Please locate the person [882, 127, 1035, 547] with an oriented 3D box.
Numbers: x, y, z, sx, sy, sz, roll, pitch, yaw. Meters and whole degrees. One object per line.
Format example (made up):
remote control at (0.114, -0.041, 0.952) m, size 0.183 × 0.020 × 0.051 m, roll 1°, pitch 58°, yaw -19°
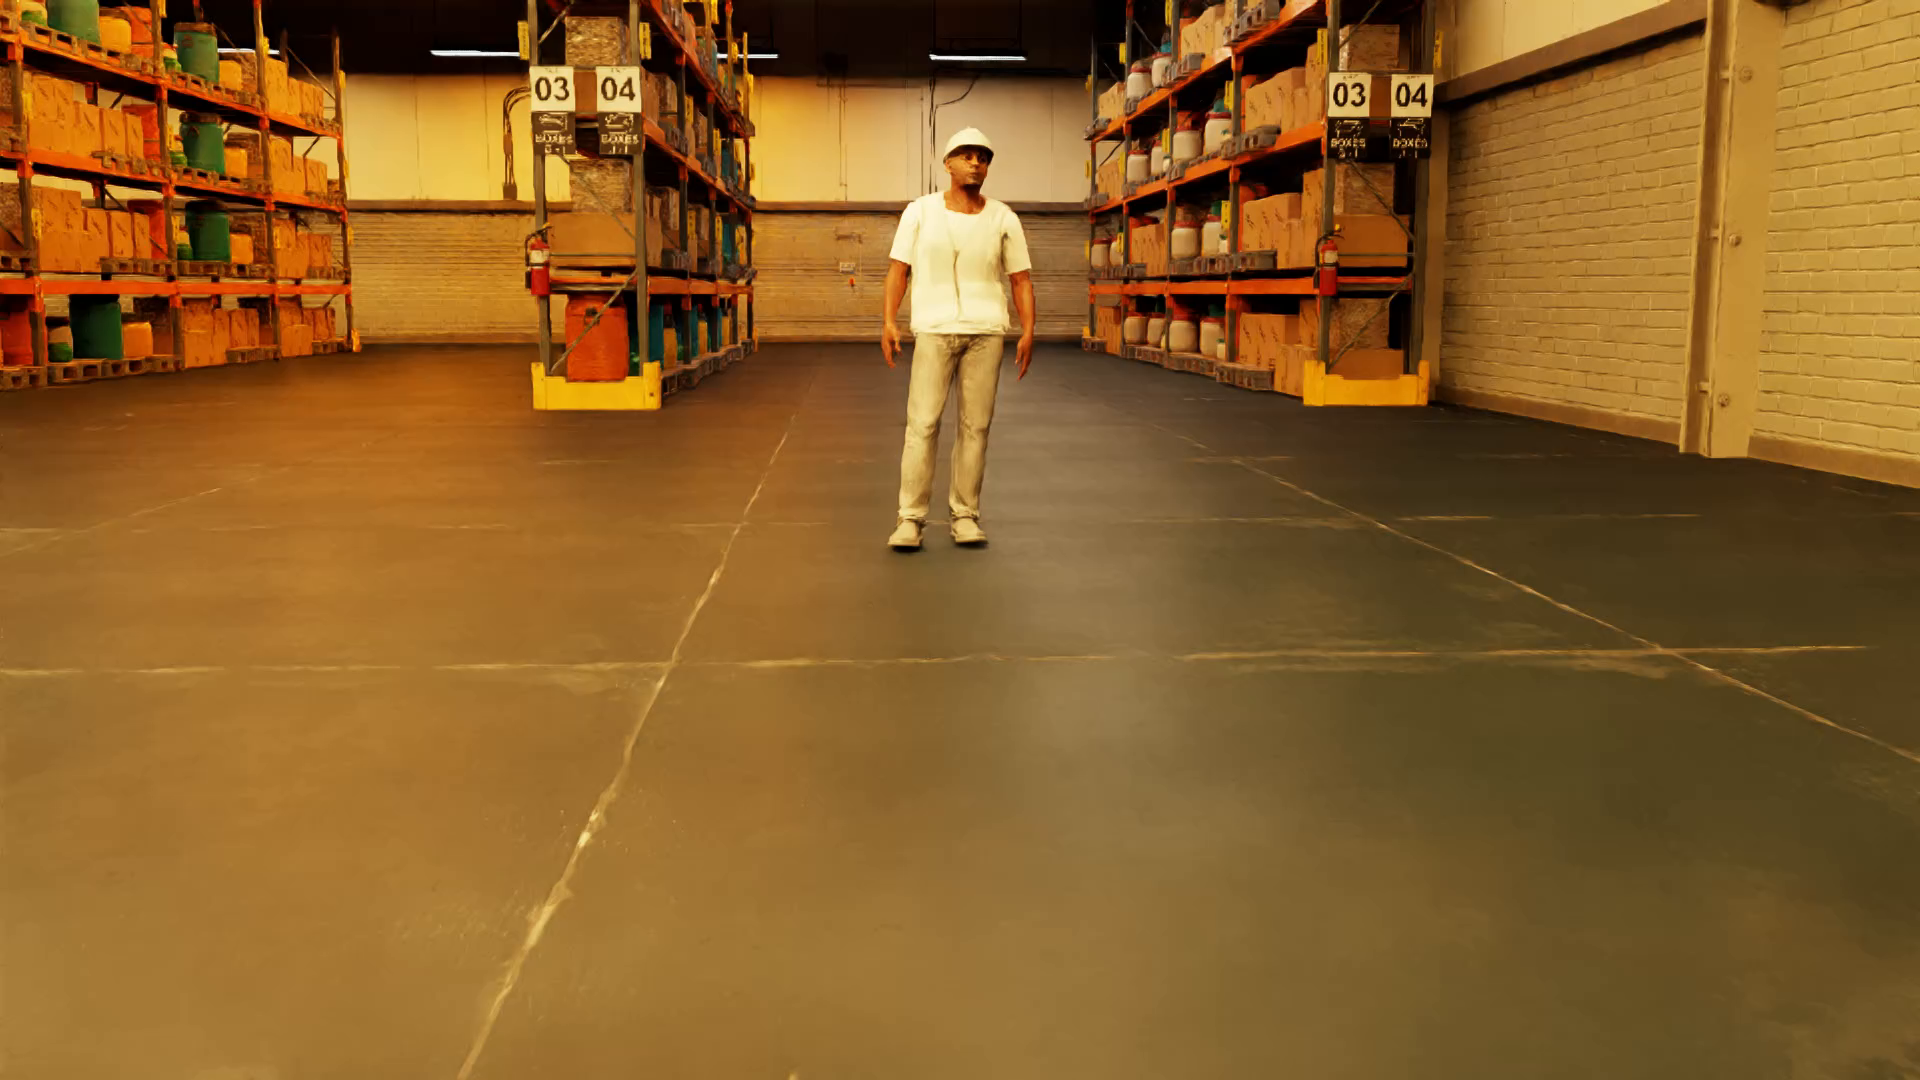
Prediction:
person at (-0.001, -0.870, 7.110) m, size 0.665 × 1.766 × 0.576 m, roll -1°, pitch 8°, yaw -4°
